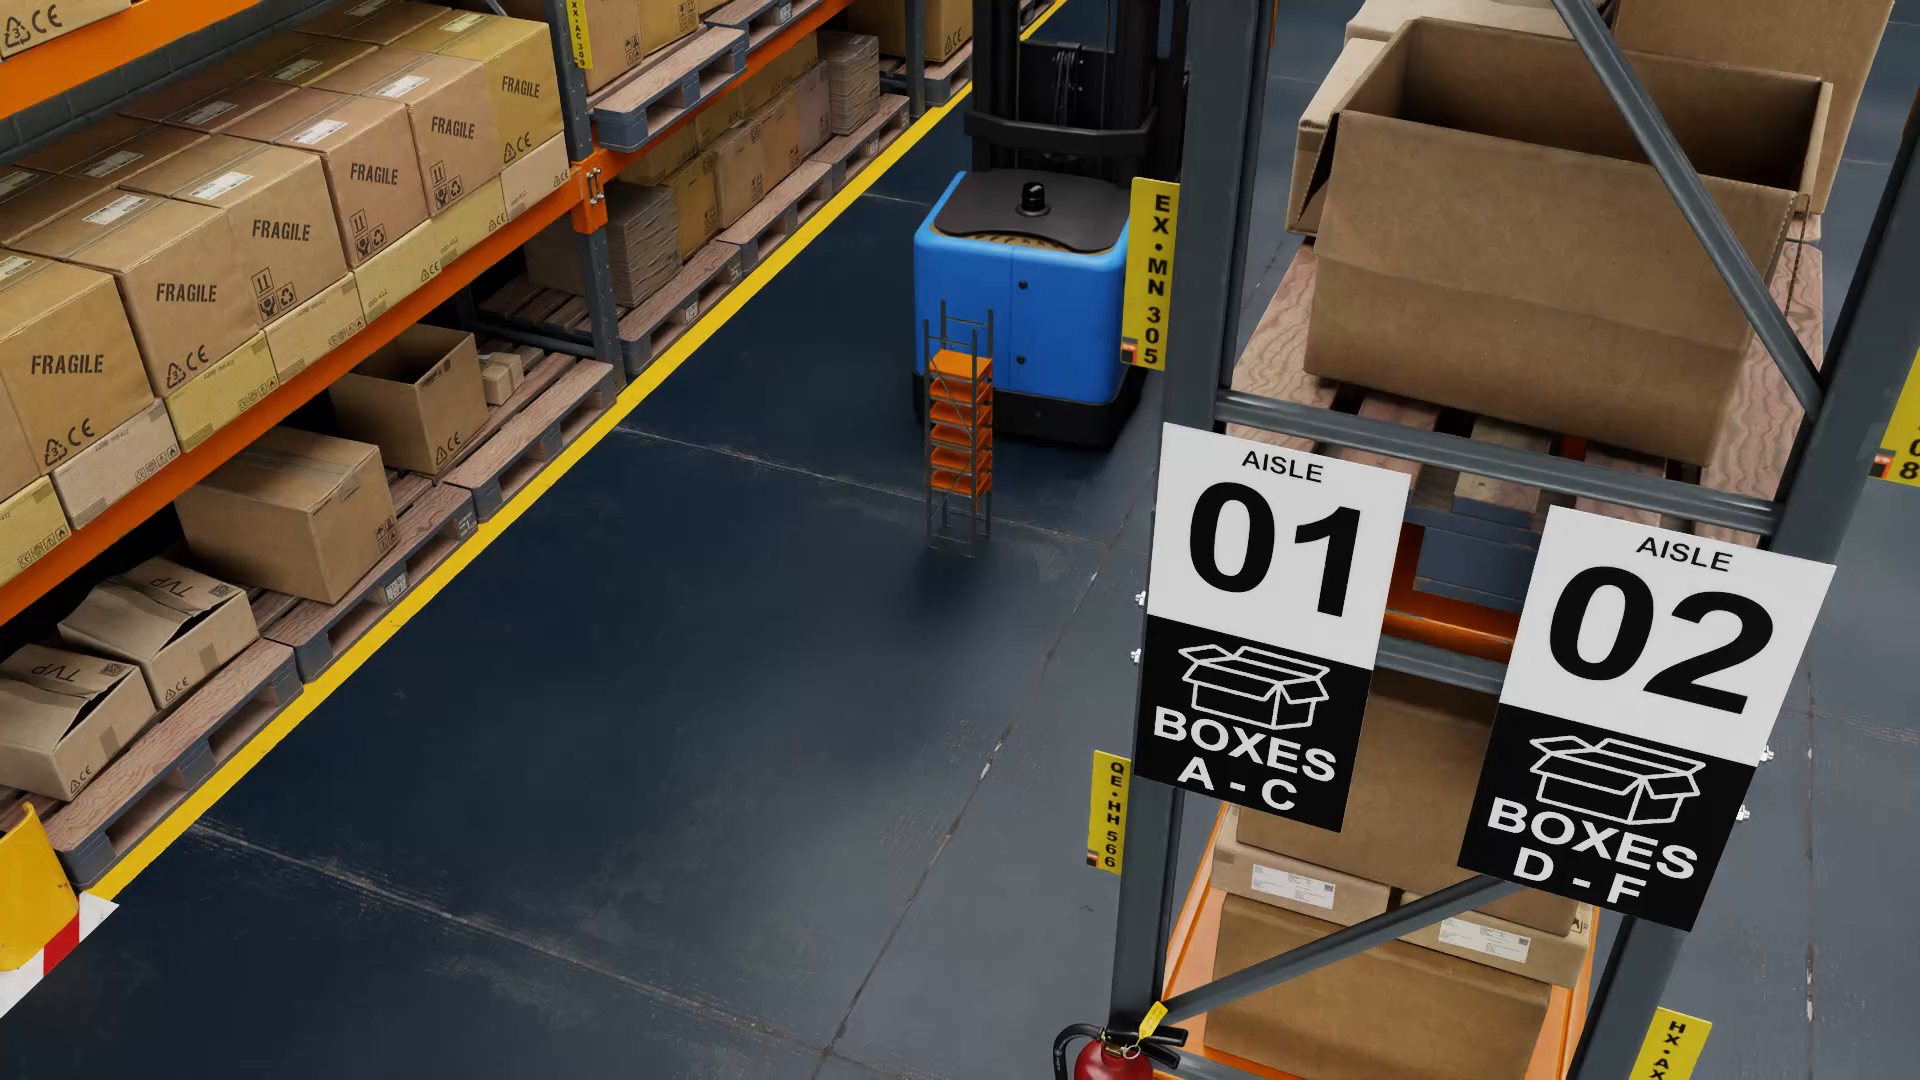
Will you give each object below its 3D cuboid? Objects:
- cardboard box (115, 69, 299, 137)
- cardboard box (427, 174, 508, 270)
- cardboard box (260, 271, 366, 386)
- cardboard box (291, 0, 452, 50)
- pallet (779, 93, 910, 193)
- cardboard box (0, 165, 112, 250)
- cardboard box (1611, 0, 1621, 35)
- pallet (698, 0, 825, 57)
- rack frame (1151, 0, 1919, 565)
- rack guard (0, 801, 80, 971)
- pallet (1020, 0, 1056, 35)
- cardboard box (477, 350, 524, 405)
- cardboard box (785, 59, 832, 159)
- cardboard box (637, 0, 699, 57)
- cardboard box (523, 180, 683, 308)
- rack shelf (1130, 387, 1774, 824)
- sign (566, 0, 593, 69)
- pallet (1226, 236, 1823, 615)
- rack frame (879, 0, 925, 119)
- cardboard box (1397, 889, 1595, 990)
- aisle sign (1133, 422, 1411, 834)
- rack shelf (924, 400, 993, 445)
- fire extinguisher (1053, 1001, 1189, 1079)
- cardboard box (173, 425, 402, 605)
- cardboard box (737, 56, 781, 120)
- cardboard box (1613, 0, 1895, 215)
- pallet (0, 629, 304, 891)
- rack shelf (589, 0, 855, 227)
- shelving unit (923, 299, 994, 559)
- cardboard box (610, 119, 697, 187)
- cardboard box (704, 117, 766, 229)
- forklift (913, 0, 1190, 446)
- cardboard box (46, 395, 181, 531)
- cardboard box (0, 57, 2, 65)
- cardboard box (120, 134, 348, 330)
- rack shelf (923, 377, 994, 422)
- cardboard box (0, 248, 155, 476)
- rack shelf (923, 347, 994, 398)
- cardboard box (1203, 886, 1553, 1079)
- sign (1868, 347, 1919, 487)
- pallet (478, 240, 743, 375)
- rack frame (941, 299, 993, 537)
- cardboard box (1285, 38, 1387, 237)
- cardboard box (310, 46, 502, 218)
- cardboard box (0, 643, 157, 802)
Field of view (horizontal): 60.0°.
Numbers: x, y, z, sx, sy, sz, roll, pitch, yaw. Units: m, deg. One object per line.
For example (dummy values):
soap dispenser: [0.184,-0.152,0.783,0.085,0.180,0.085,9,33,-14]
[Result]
cardboard box: [-3.022,-1.573,6.831,0.500,0.500,0.500,15,39,19]
cardboard box: [-2.352,-1.440,7.280,0.500,0.250,0.500,14,39,18]
cardboard box: [-2.719,-0.879,6.530,0.500,0.250,0.500,14,39,18]
cardboard box: [-2.627,-2.133,7.580,0.500,0.500,0.500,13,39,17]
pallet: [-1.031,-2.763,11.270,1.003,0.211,1.213,14,39,18]
cardboard box: [-3.400,-1.004,6.070,0.500,0.500,0.500,13,39,17]
cardboard box: [1.585,-1.555,4.266,0.797,0.503,0.637,18,40,23]
pallet: [-1.448,-3.130,9.592,1.003,0.211,1.213,14,39,18]
rack frame: [0.806,-1.159,1.785,1.000,3.000,0.127,14,39,18]
rack guard: [-3.748,1.076,5.892,1.175,0.500,0.348,14,39,18]
pallet: [0.103,-4.288,13.310,1.003,0.211,1.213,14,39,18]
cardboard box: [-2.430,-0.836,8.362,0.380,0.166,0.250,9,38,12]
cardboard box: [-1.262,-2.818,10.735,0.700,0.500,0.500,14,39,18]
cardboard box: [-1.810,-2.895,8.667,0.700,0.500,0.500,18,40,22]
cardboard box: [-1.990,-1.684,9.218,0.700,0.500,0.500,15,39,19]
rack shelf: [1.567,-0.777,4.379,1.077,0.370,4.000,14,39,18]
sign: [-1.750,-2.325,7.632,0.100,0.325,0.005,14,39,18]
pallet: [1.099,-0.308,3.225,1.003,0.211,1.213,14,39,18]
rack frame: [-0.733,-4.312,11.014,1.000,3.000,0.127,14,39,18]
cardboard box: [1.154,0.776,3.582,0.380,0.149,0.250,14,39,17]
aisle sign: [0.509,0.172,2.843,0.394,0.787,0.004,14,39,18]
rack shelf: [-0.006,-0.533,7.335,0.258,0.103,0.180,14,39,18]
fire extinguisher: [0.331,1.234,3.658,0.296,0.674,0.183,14,39,18]
cardboard box: [-2.888,-0.131,7.140,0.700,0.500,0.500,11,38,15]
cardboard box: [-1.424,-2.790,10.071,0.500,0.250,0.500,14,39,18]
cardboard box: [1.691,-1.079,3.632,0.500,0.500,0.500,14,39,18]
pallet: [-3.406,0.750,6.570,1.003,0.211,1.213,14,39,18]
rack shelf: [-1.494,-2.917,9.747,1.077,0.370,4.000,14,39,18]
shelving unit: [-0.006,-0.473,7.380,0.258,1.200,0.189,14,39,18]
cardboard box: [-1.825,-2.229,9.320,0.500,0.250,0.500,13,39,17]
cardboard box: [-1.608,-2.254,9.981,0.700,0.500,0.500,14,39,18]
forklift: [0.668,-2.527,8.683,1.130,2.935,3.031,10,38,13]
cardboard box: [-3.113,-0.319,5.780,0.500,0.250,0.500,13,39,16]
cardboard box: [-3.181,-1.550,4.712,0.500,0.500,0.500,16,40,21]
cardboard box: [-2.732,-1.171,6.294,0.500,0.500,0.500,15,39,19]
rack shelf: [-0.006,-0.629,7.263,0.258,0.103,0.180,14,39,18]
cardboard box: [-3.120,-0.598,5.527,0.500,0.500,0.500,14,39,18]
rack shelf: [-0.006,-0.725,7.191,0.258,0.103,0.180,14,39,18]
cardboard box: [0.995,0.948,3.893,0.700,0.500,0.500,14,39,18]
sign: [1.317,-0.210,2.224,0.100,0.325,0.005,14,39,18]
pallet: [-1.960,-1.412,9.463,1.003,0.211,1.213,14,39,18]
rack frame: [0.029,-0.523,7.448,0.240,1.200,0.006,14,39,18]
cardboard box: [1.000,-0.820,3.493,0.500,0.250,0.500,14,39,18]
cardboard box: [-2.333,-1.736,7.049,0.500,0.500,0.500,14,39,17]
cardboard box: [-3.430,0.655,6.246,0.500,0.311,0.500,10,38,13]
